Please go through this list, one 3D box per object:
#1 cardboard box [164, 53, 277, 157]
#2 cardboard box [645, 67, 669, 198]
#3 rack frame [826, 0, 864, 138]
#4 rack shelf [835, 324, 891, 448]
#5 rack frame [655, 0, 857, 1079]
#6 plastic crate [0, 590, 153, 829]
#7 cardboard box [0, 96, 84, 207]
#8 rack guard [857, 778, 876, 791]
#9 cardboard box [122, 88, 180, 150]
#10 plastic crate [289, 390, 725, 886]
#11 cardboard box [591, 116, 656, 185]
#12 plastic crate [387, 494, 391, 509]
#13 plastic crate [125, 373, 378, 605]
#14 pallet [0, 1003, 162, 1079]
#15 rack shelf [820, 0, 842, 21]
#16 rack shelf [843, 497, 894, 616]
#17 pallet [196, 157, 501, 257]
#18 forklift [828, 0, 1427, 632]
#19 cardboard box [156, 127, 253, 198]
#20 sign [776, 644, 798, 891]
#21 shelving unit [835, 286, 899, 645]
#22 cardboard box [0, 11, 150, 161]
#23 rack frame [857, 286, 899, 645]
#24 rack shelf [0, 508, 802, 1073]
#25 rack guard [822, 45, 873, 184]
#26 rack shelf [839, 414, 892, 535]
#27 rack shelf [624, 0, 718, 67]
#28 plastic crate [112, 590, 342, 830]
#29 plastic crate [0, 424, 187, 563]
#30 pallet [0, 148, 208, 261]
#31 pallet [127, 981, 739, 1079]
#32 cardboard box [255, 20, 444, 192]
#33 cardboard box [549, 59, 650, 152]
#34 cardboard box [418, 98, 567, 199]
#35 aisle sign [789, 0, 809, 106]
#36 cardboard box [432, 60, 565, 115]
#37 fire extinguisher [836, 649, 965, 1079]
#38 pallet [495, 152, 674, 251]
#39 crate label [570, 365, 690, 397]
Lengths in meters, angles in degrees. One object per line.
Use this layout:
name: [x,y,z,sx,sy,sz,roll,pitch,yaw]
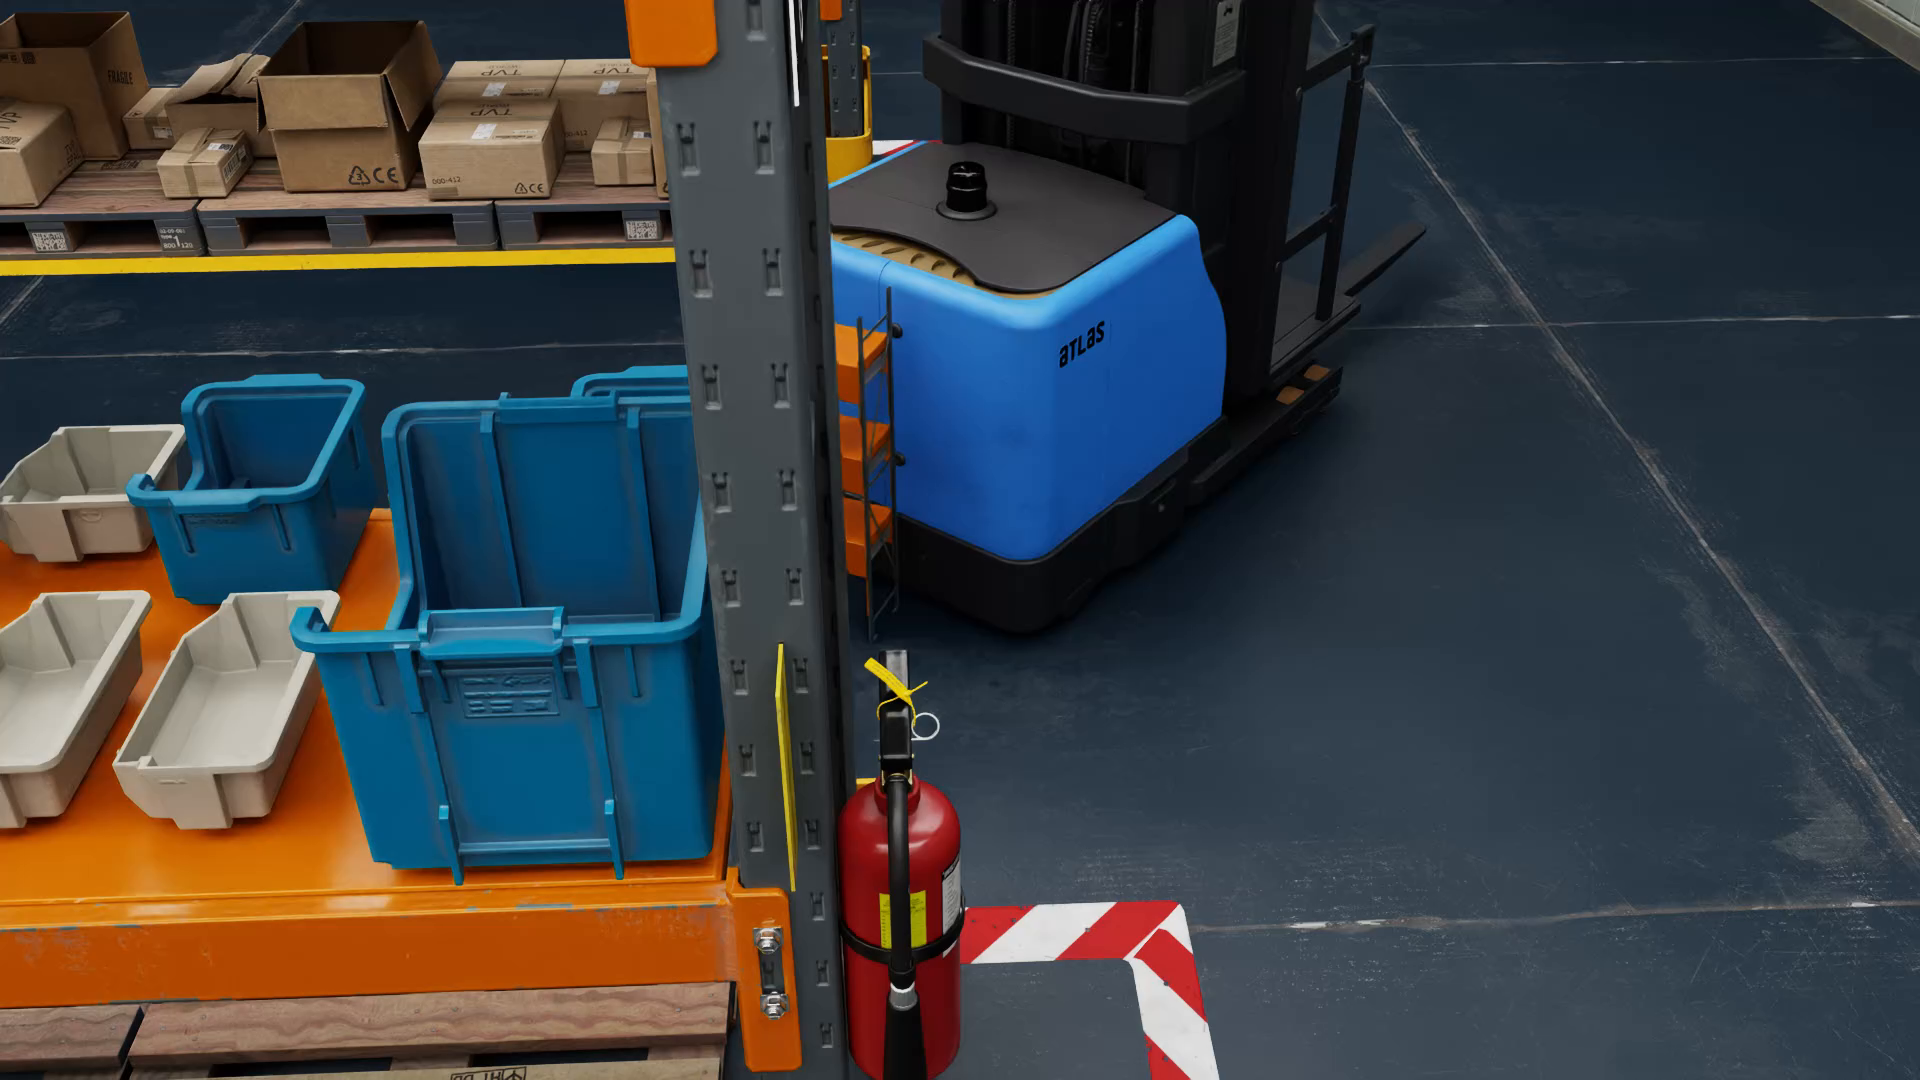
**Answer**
cardboard box: [-3.177,-1.940,7.393,0.500,0.311,0.500,-2,35,-2]
cardboard box: [-1.018,-1.774,6.987,0.500,0.500,0.500,-2,35,-2]
rack frame: [-0.487,-2.775,6.624,0.127,3.000,1.000,-2,35,-2]
rack shelf: [-0.335,-0.432,4.471,0.240,0.259,0.215,13,37,18]
rack frame: [-0.256,0.040,2.556,0.127,3.000,1.000,-2,35,-2]
plastic crate: [-1.352,0.249,2.434,0.243,0.136,0.396,-2,35,-2]
cardboard box: [-4.053,-1.631,6.947,0.500,0.311,0.500,-2,35,-2]
rack guard: [-0.232,1.060,3.279,0.348,0.500,1.175,-2,35,-2]
cardboard box: [-3.555,-1.897,7.474,0.250,0.149,0.380,-2,35,-2]
plastic crate: [-0.581,0.116,2.362,0.499,0.435,0.616,-2,35,-2]
cardboard box: [-1.427,-1.677,7.140,0.250,0.166,0.380,-2,35,-2]
plastic crate: [-0.842,-0.095,2.930,0.298,0.136,0.250,-2,35,-2]
plastic crate: [-1.176,-0.078,2.821,0.300,0.233,0.416,-2,35,-2]
pallet: [-2.297,1.218,3.304,1.213,0.211,1.003,-2,35,-2]
rack shelf: [-2.484,-2.426,6.751,4.000,0.370,1.077,-2,35,-2]
rack shelf: [-0.335,0.030,4.791,0.240,0.259,0.215,13,37,18]
pallet: [-2.575,-1.573,7.338,1.213,0.211,1.003,-2,35,-2]
forklift: [0.697,-1.724,5.165,1.130,2.935,3.031,24,41,30]
cardboard box: [-3.189,-1.601,7.030,0.250,0.166,0.380,-2,35,-2]
sign: [-0.214,0.286,2.058,0.005,0.325,0.100,-2,35,-2]
shelving unit: [-0.335,-0.207,4.627,0.252,1.050,0.215,13,37,18]
cardboard box: [-3.926,-1.997,7.310,0.500,0.500,0.500,-2,35,-2]
rack frame: [-0.221,-0.181,4.590,0.008,1.050,0.200,13,37,18]
rack shelf: [-2.254,0.390,2.683,4.000,0.370,1.077,-2,35,-2]
rack guard: [-0.563,-1.745,7.333,0.348,0.500,1.175,-2,35,-2]
rack shelf: [-0.335,-0.198,4.633,0.240,0.259,0.215,13,37,18]
rack shelf: [-2.254,-0.843,1.829,4.000,0.370,1.077,-2,35,-2]
plastic crate: [-1.062,0.249,2.433,0.243,0.136,0.396,-2,35,-2]
plastic crate: [-1.520,-0.076,2.904,0.298,0.136,0.250,-2,35,-2]
pallet: [-3.796,-1.539,7.288,1.213,0.211,1.003,-2,35,-2]
pallet: [-1.081,1.187,3.349,1.213,0.211,1.003,-2,35,-2]
cardboard box: [-2.606,-1.875,7.131,0.637,0.503,0.797,-2,35,-2]
cardboard box: [-1.543,-1.959,7.474,0.500,0.250,0.500,-2,35,-2]
cardboard box: [-1.968,-1.662,7.046,0.500,0.250,0.500,-2,35,-2]
aisle sign: [-0.170,-0.864,1.578,0.004,0.787,0.394,-2,35,-2]
cardboard box: [-2.042,-1.945,7.455,0.500,0.250,0.500,-2,35,-2]
fire extinguisher: [-0.084,0.480,2.316,0.183,0.674,0.296,-2,35,-2]
pallet: [-1.359,-1.604,7.383,1.213,0.211,1.003,-2,35,-2]
crate label: [-0.518,-0.096,2.847,0.303,0.233,0.416,-2,35,-2]
